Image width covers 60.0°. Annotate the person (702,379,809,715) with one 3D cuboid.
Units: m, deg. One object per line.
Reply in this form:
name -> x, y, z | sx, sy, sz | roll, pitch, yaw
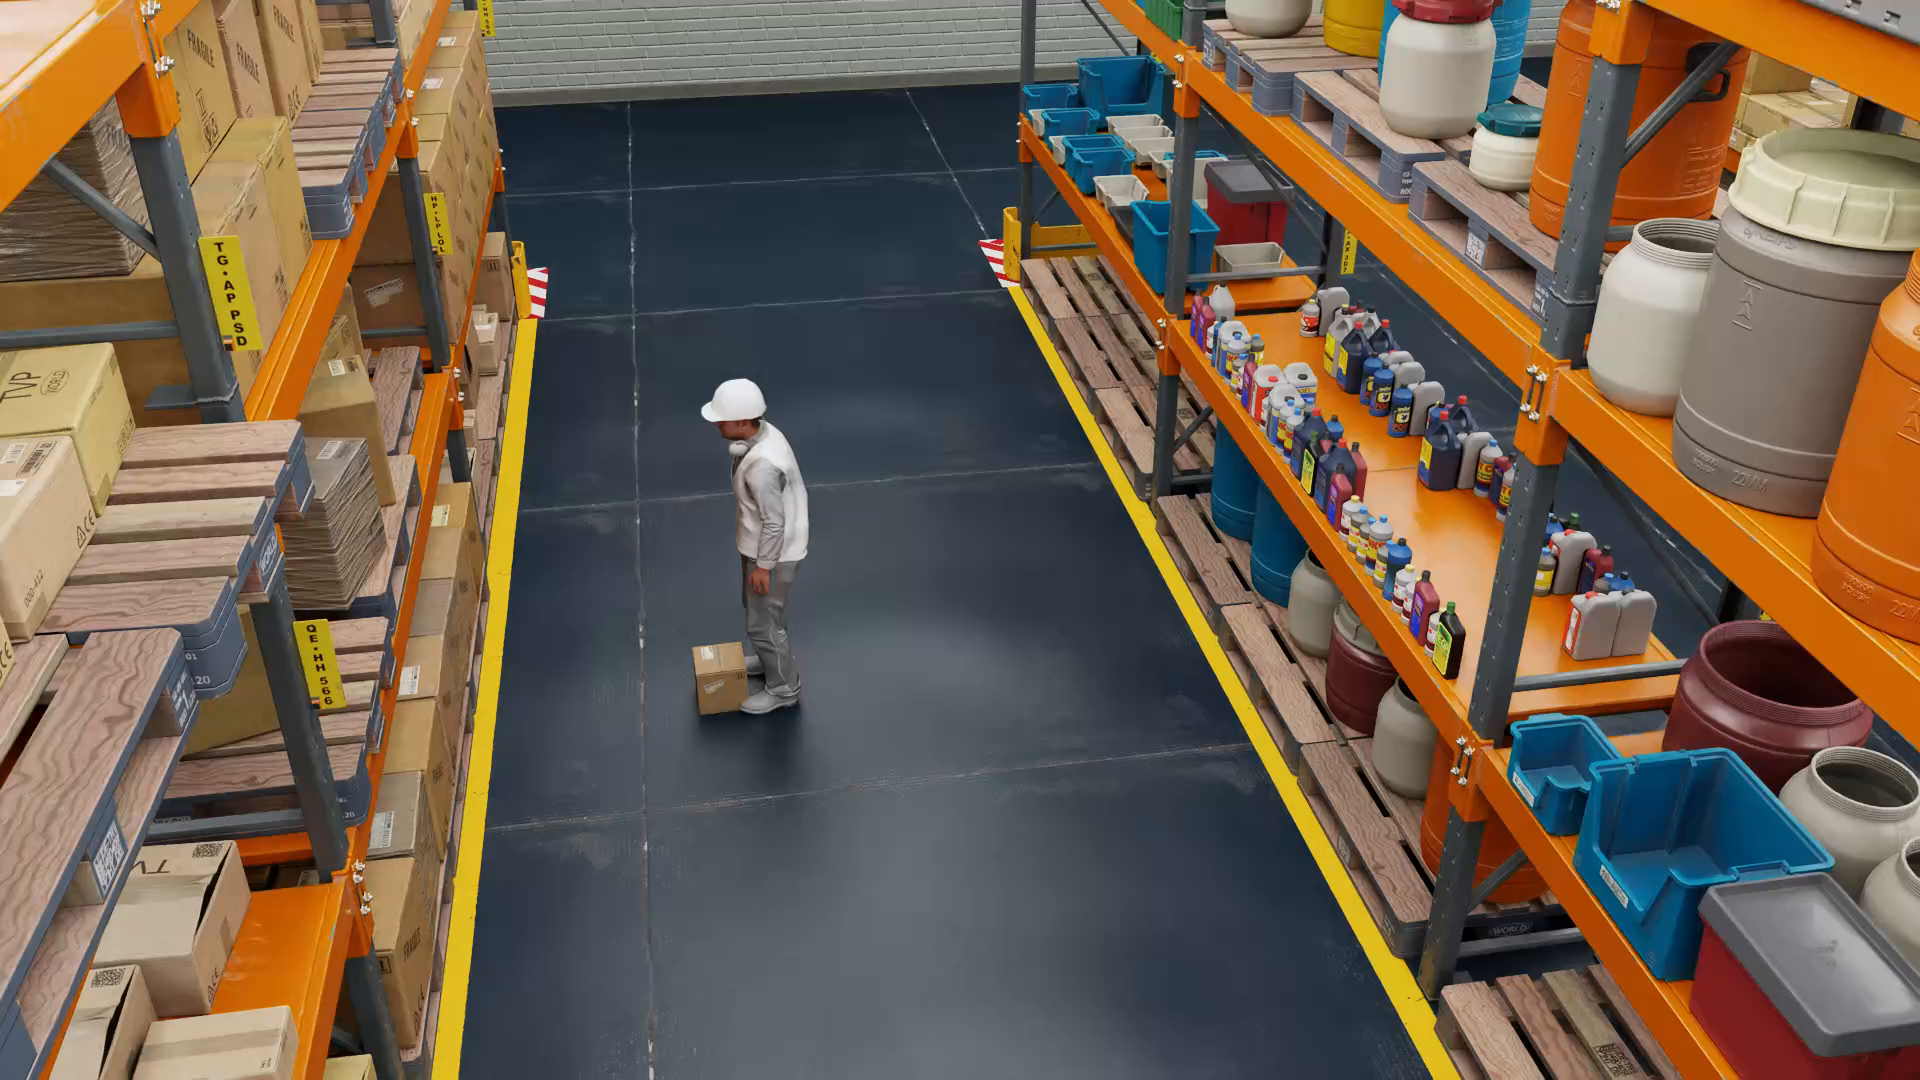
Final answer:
person -> -0.965, 0.018, 8.084 | 0.466, 1.768, 0.585 | -6, 31, -10
